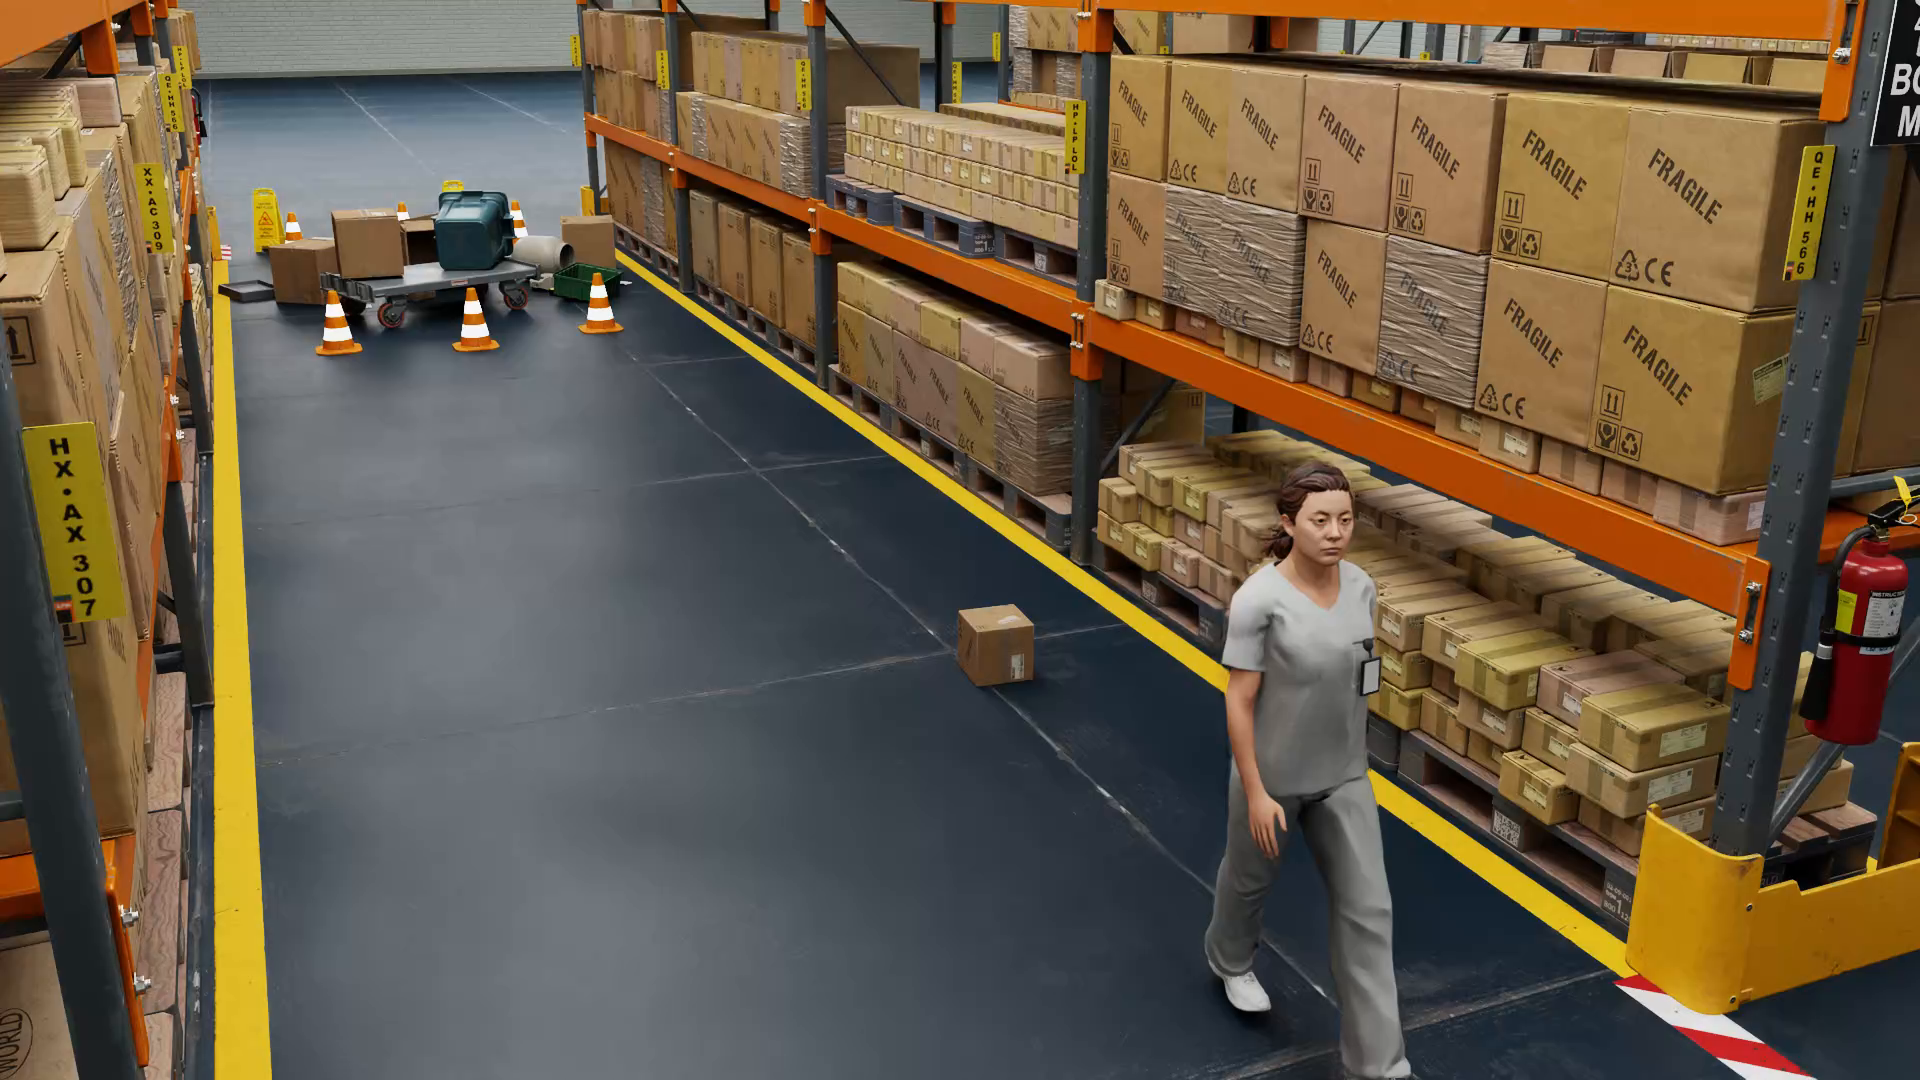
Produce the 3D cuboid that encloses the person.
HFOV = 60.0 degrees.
[{"bbox_3d":[0.899,0.620,4.219,0.474,1.623,0.943,-5,20,-15],"label":"person"}]
